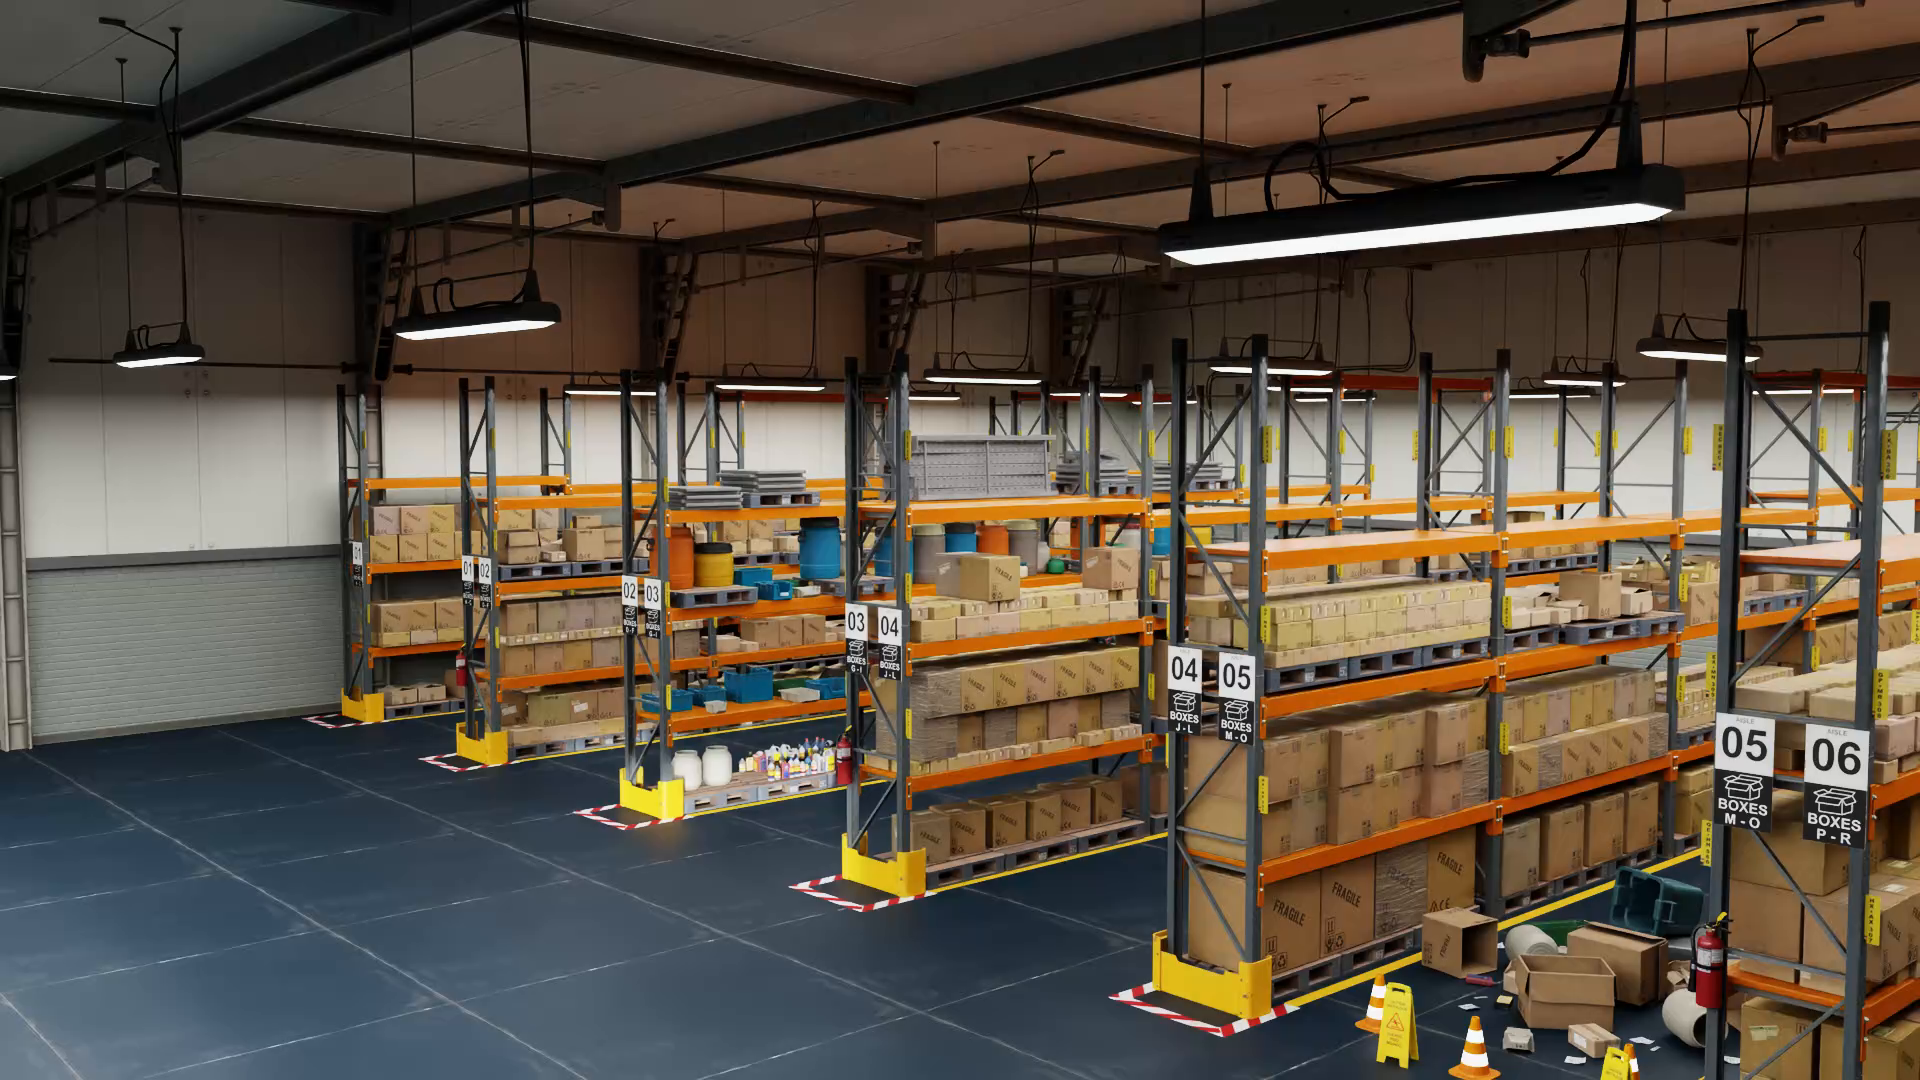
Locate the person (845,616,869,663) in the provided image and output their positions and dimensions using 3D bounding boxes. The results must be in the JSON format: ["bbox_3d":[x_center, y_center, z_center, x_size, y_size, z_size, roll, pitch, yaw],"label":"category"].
[{"bbox_3d":[-2.181,1.815,35.227,0.522,1.724,0.992,3,5,40],"label":"person"}]
